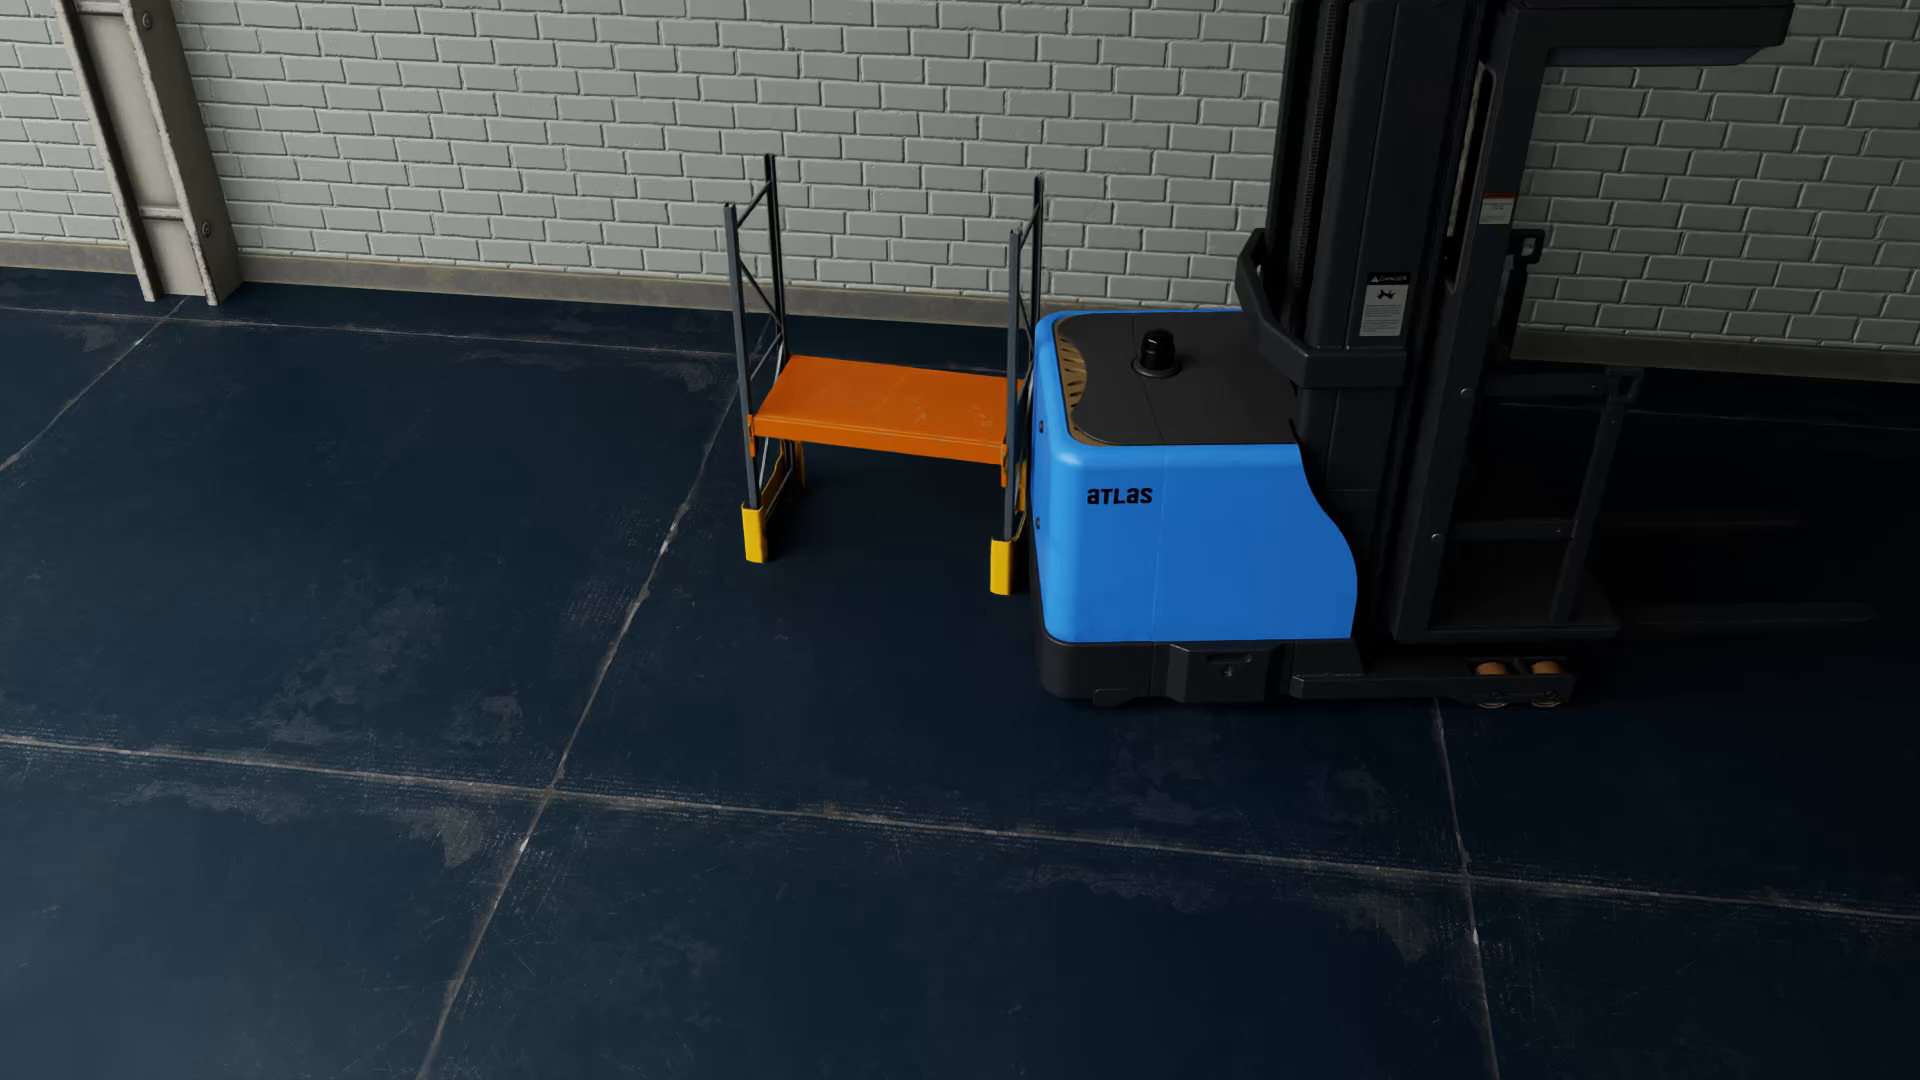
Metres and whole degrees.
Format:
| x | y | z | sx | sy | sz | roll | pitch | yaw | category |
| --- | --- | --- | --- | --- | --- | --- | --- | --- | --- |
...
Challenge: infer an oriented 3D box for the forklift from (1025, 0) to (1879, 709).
| x | y | z | sx | sy | sz | roll | pitch | yaw | category |
| --- | --- | --- | --- | --- | --- | --- | --- | --- | --- |
| 1.786 | -0.904 | 5.494 | 3.031 | 2.935 | 1.130 | -1 | 36 | -1 | forklift |

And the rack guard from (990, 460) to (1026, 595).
| x | y | z | sx | sy | sz | roll | pitch | yaw | category |
| --- | --- | --- | --- | --- | --- | --- | --- | --- | --- |
| 0.217 | -0.056 | 6.613 | 0.087 | 0.250 | 0.587 | 7 | 36 | 10 | rack guard |

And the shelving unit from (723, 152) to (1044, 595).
| x | y | z | sx | sy | sz | roll | pitch | yaw | category |
| --- | --- | --- | --- | --- | --- | --- | --- | --- | --- |
| -0.269 | -0.627 | 6.337 | 1.083 | 1.500 | 0.587 | 7 | 36 | 10 | shelving unit |

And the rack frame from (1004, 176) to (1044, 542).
| x | y | z | sx | sy | sz | roll | pitch | yaw | category |
| --- | --- | --- | --- | --- | --- | --- | --- | --- | --- |
| 0.236 | -0.562 | 6.247 | 0.032 | 1.500 | 0.500 | 7 | 36 | 10 | rack frame |

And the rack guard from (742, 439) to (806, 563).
| x | y | z | sx | sy | sz | roll | pitch | yaw | category |
| --- | --- | --- | --- | --- | --- | --- | --- | --- | --- |
| -0.755 | -0.180 | 6.787 | 0.087 | 0.250 | 0.587 | 7 | 36 | 10 | rack guard |

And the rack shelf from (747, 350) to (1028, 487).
| x | y | z | sx | sy | sz | roll | pitch | yaw | category |
| --- | --- | --- | --- | --- | --- | --- | --- | --- | --- |
| -0.260 | -0.479 | 6.440 | 1.000 | 0.185 | 0.538 | 7 | 36 | 10 | rack shelf |

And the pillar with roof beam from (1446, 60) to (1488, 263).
| x | y | z | sx | sy | sz | roll | pitch | yaw | category |
| --- | --- | --- | --- | --- | --- | --- | --- | --- | --- |
| 1.472 | -2.029 | 1.846 | 0.400 | 9.000 | 9.100 | 4 | 36 | 6 | pillar with roof beam |

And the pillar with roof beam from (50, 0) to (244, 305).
| x | y | z | sx | sy | sz | roll | pitch | yaw | category |
| --- | --- | --- | --- | --- | --- | --- | --- | --- | --- |
| -4.479 | -2.473 | 2.468 | 0.400 | 9.000 | 9.100 | 4 | 36 | 6 | pillar with roof beam |

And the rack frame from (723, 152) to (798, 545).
| x | y | z | sx | sy | sz | roll | pitch | yaw | category |
| --- | --- | --- | --- | --- | --- | --- | --- | --- | --- |
| -0.757 | -0.689 | 6.425 | 0.032 | 1.500 | 0.500 | 7 | 36 | 10 | rack frame |
